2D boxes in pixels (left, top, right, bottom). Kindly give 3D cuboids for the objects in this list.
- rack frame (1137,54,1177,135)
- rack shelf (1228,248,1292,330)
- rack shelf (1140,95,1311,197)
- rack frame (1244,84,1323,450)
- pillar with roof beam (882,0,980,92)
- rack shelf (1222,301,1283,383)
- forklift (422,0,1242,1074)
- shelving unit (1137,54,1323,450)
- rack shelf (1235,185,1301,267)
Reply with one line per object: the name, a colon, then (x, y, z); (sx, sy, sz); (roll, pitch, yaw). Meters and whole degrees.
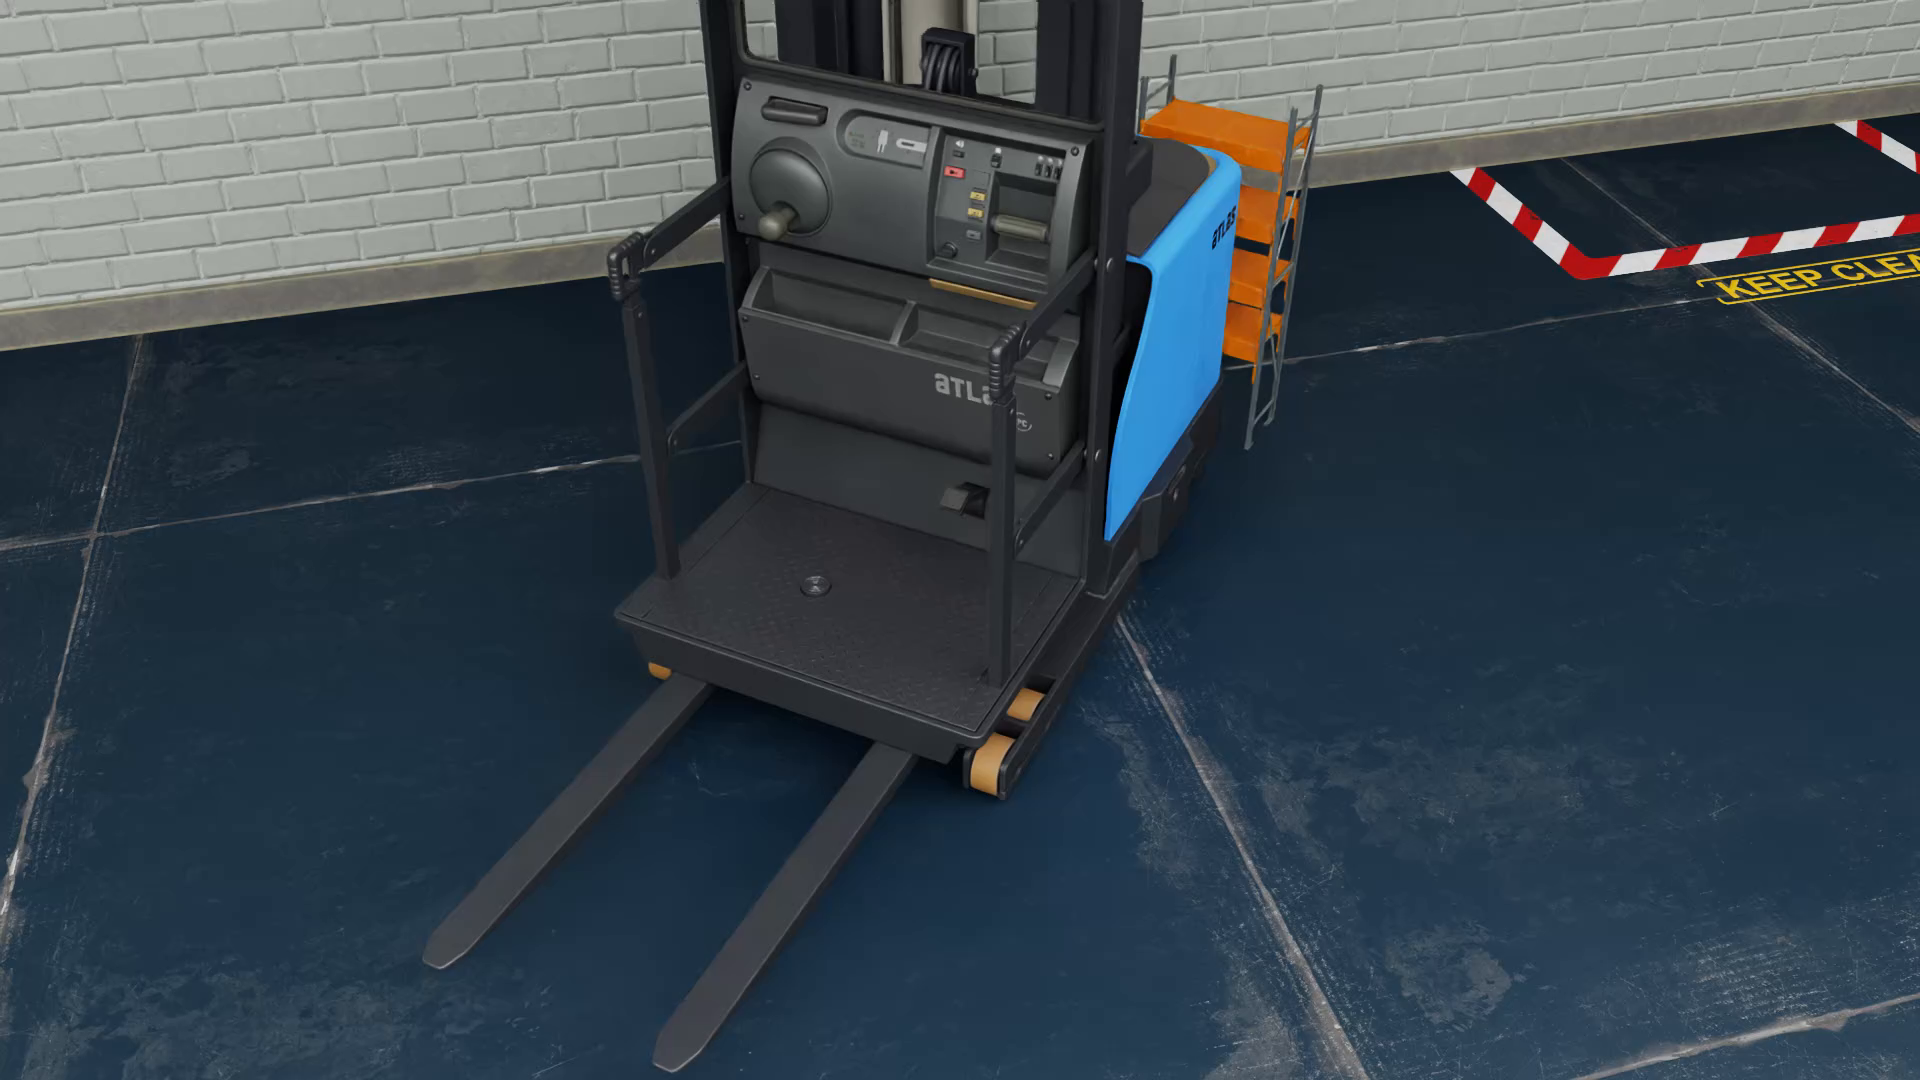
rack frame: (0.616, -1.000, 5.563); (0.015, 1.200, 0.240); (19, 40, 23)
rack shelf: (0.827, -0.872, 5.506); (0.480, 0.148, 0.258); (19, 40, 23)
rack shelf: (0.834, -1.245, 5.236); (0.480, 0.148, 0.258); (19, 40, 23)
rack frame: (1.039, -0.852, 5.370); (0.015, 1.200, 0.240); (19, 40, 23)
pillar with roof beam: (0.965, -2.233, 0.762); (0.400, 9.000, 9.100); (-9, 38, -12)
rack shelf: (0.824, -0.711, 5.622); (0.480, 0.148, 0.258); (19, 40, 23)
forklift: (-0.232, -0.799, 3.882); (1.130, 2.935, 3.031); (16, 40, 20)
shelving unit: (0.828, -0.926, 5.466); (0.503, 1.200, 0.258); (19, 40, 23)
rack shelf: (0.830, -1.053, 5.375); (0.480, 0.148, 0.258); (19, 40, 23)
